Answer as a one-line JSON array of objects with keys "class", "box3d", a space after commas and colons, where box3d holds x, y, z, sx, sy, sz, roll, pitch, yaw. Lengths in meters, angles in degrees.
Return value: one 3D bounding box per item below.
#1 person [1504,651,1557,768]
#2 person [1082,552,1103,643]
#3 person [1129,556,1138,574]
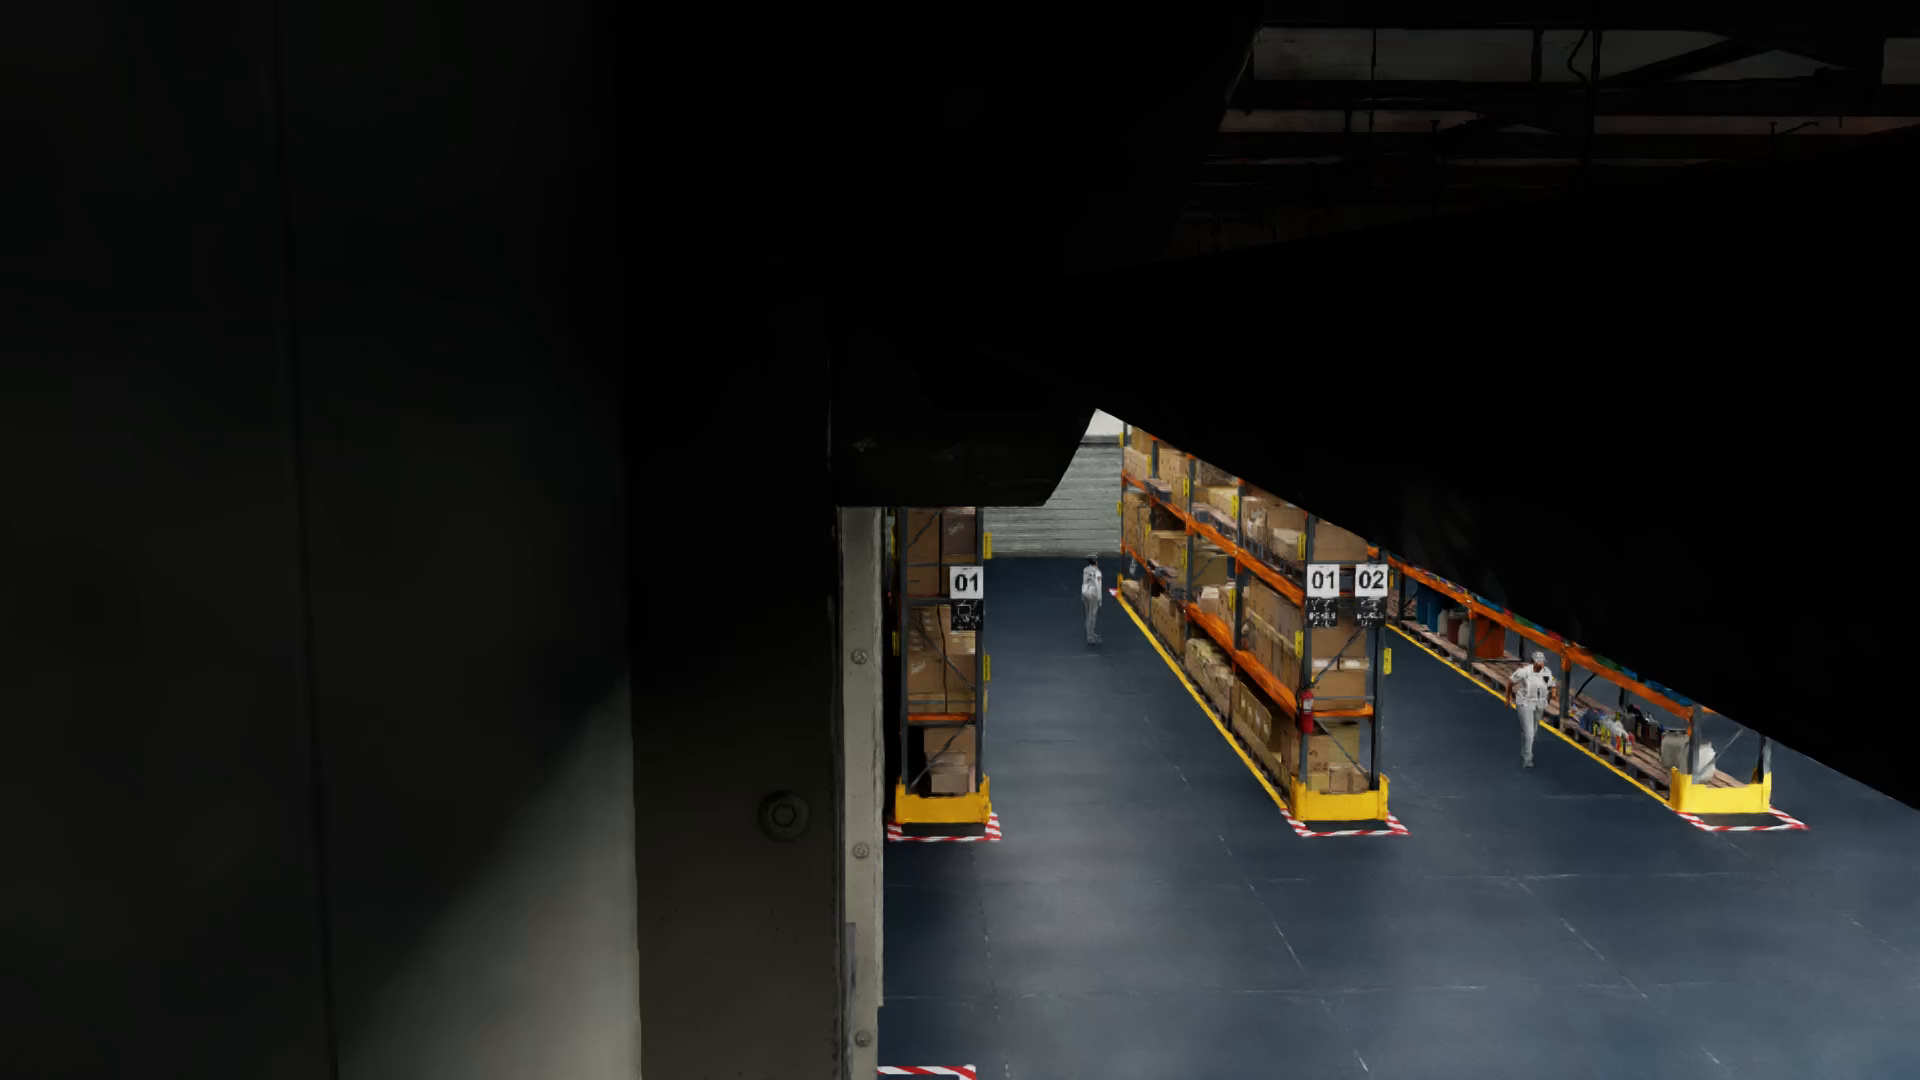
[{"class": "person", "box3d": [7.964, 2.303, 23.156, 0.624, 1.594, 0.850, -1, 8, -7]}, {"class": "person", "box3d": [2.535, 1.071, 31.503, 0.465, 1.689, 0.610, -5, 9, -31]}, {"class": "person", "box3d": [4.348, -0.002, 39.010, 0.610, 1.741, 0.959, -4, 9, -24]}]
